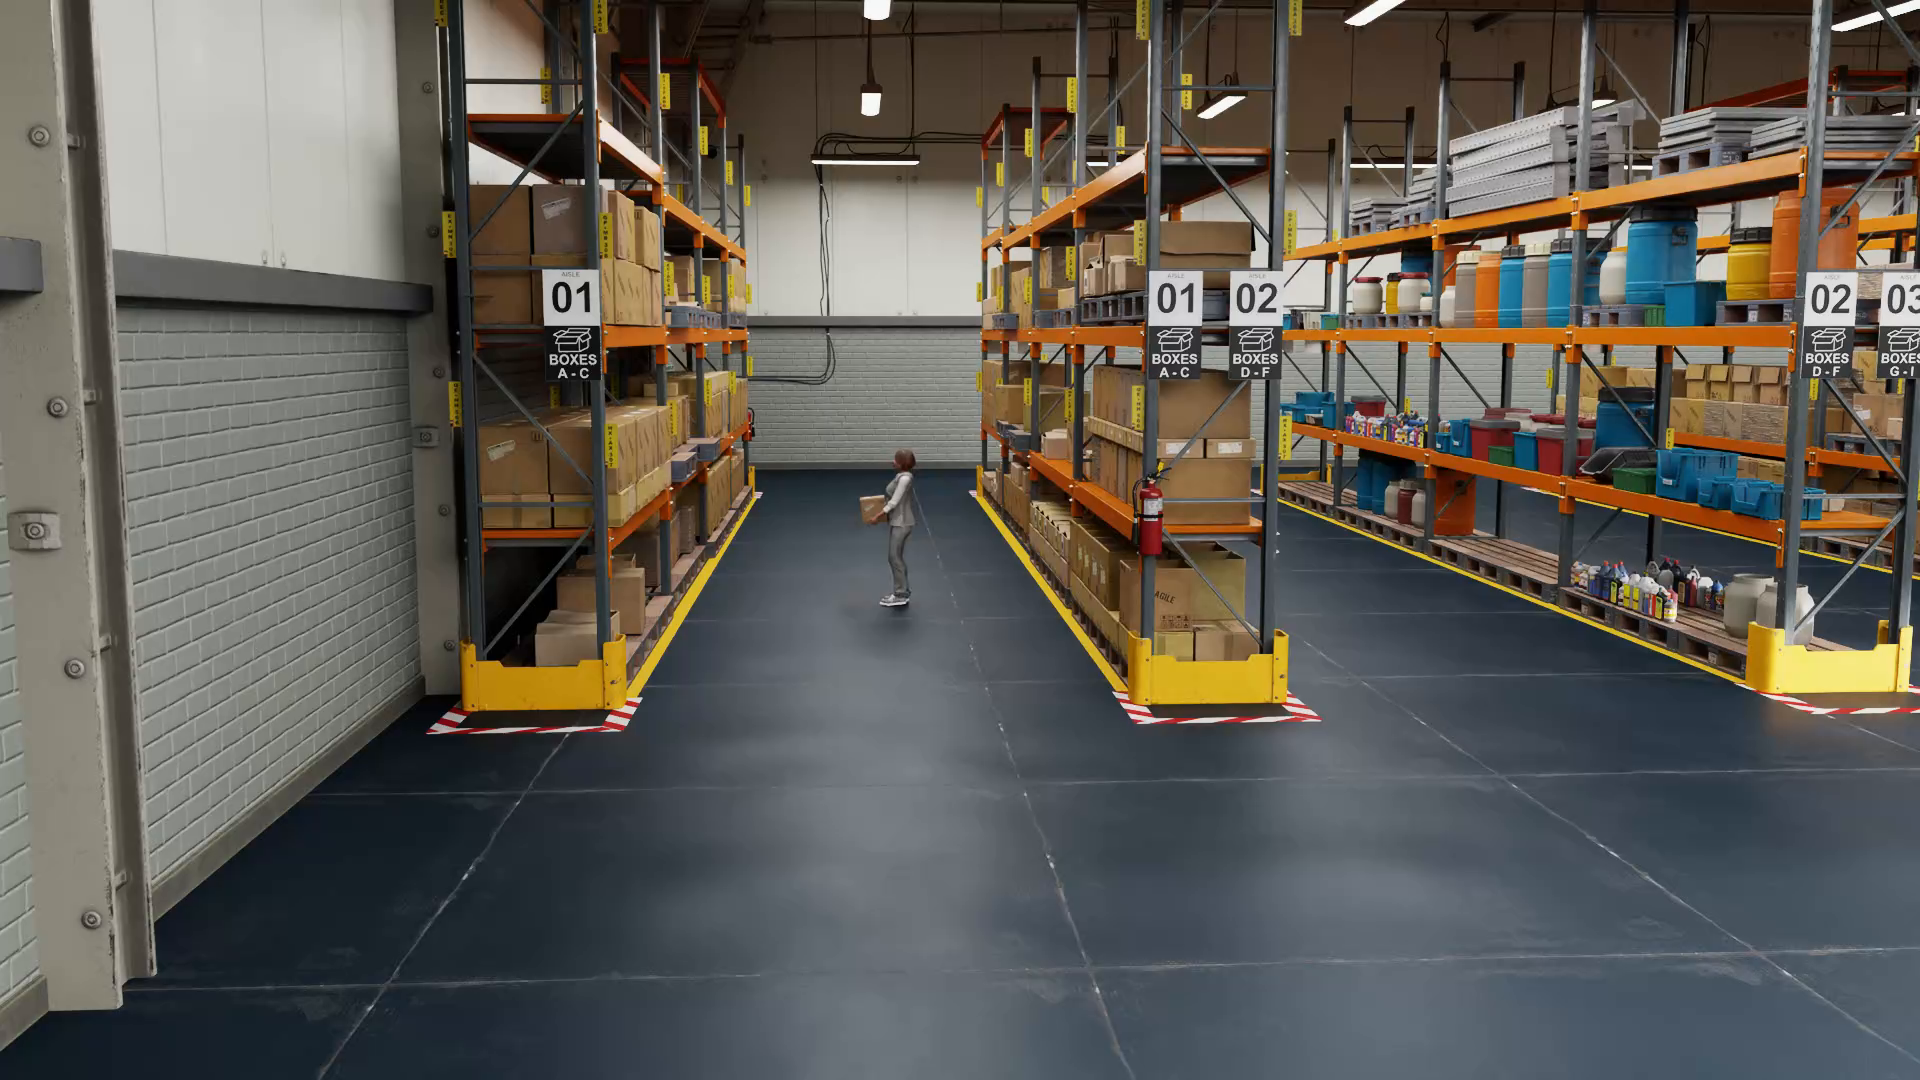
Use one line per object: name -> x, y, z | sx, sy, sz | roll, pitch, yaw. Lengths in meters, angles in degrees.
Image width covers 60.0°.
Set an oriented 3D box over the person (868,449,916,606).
person -> -0.696, -0.134, 16.897 | 0.491, 1.588, 0.408 | 0, 7, -4
